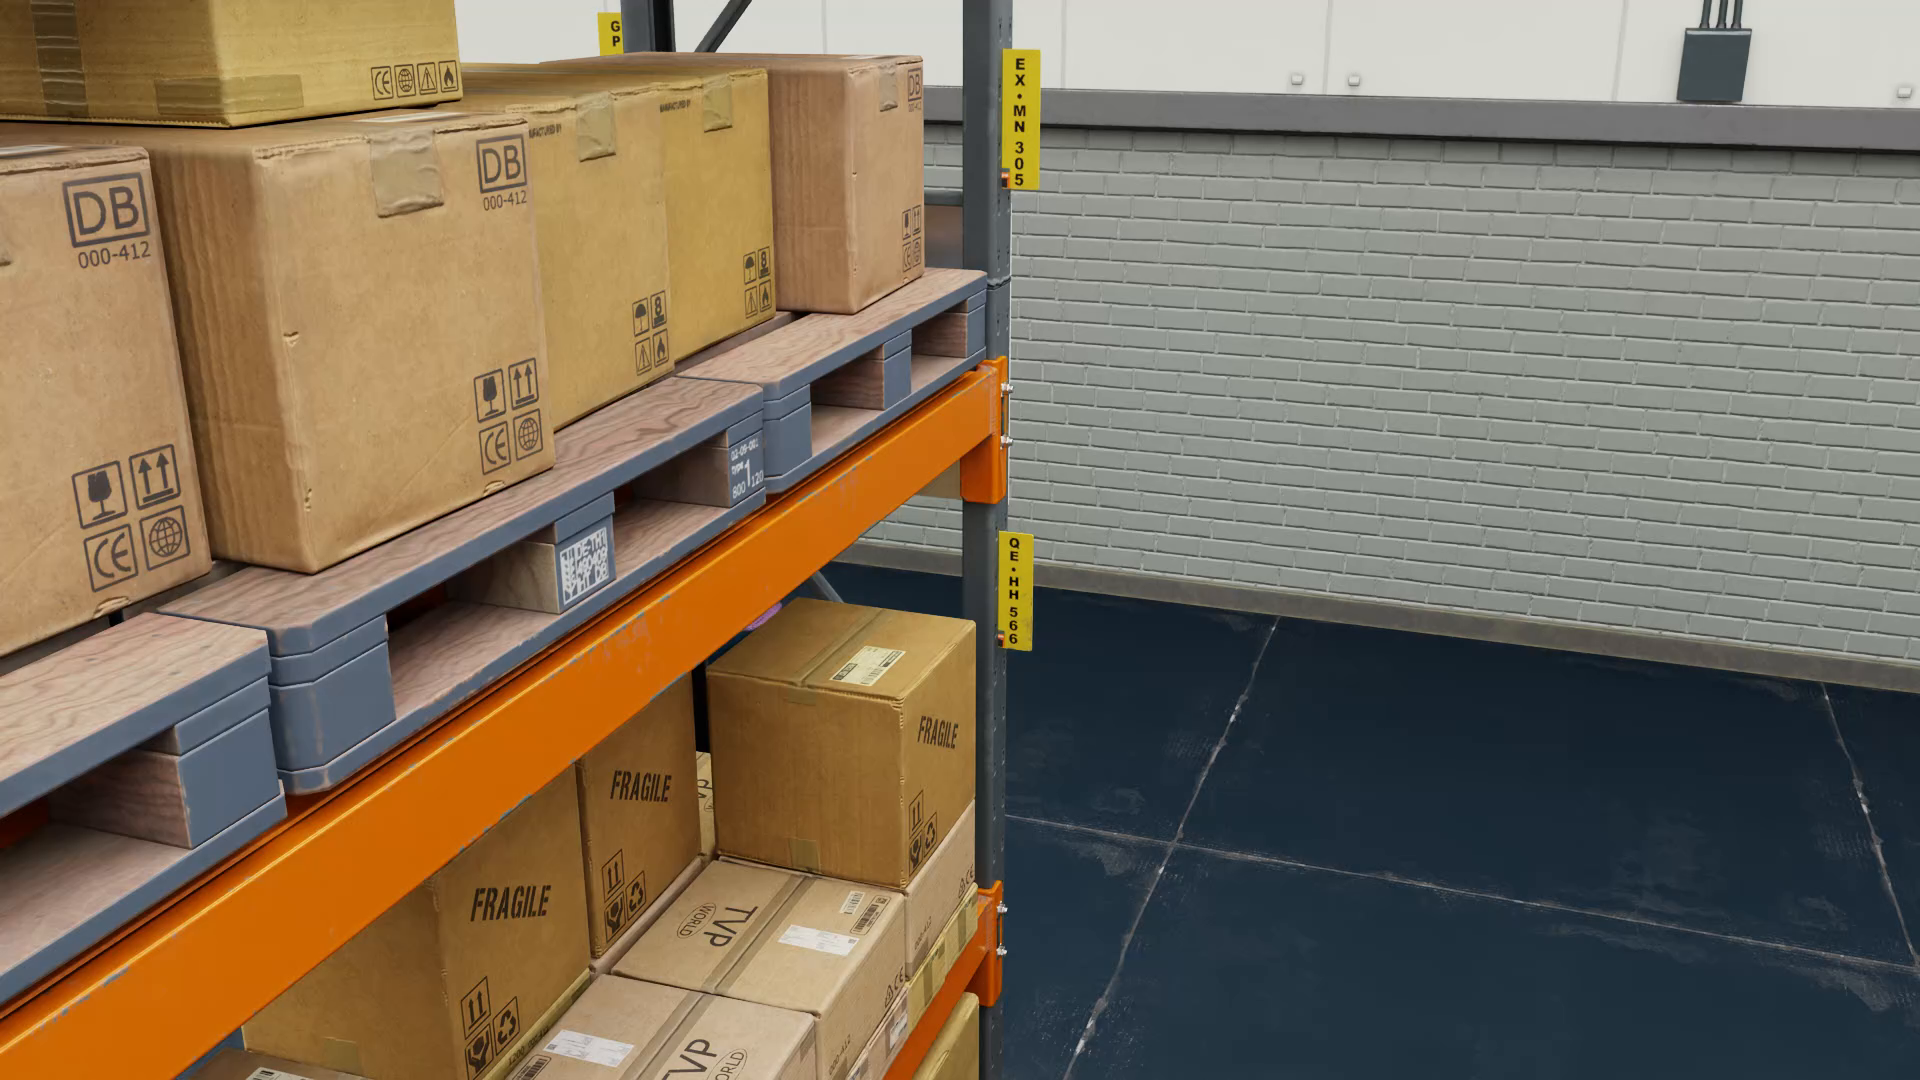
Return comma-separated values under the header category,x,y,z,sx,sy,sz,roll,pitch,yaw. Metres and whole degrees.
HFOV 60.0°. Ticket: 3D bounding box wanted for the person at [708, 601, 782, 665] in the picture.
category,x,y,z,sx,sy,sz,roll,pitch,yaw
person,-1.177,0.392,8.245,0.560,1.408,0.456,7,20,19
